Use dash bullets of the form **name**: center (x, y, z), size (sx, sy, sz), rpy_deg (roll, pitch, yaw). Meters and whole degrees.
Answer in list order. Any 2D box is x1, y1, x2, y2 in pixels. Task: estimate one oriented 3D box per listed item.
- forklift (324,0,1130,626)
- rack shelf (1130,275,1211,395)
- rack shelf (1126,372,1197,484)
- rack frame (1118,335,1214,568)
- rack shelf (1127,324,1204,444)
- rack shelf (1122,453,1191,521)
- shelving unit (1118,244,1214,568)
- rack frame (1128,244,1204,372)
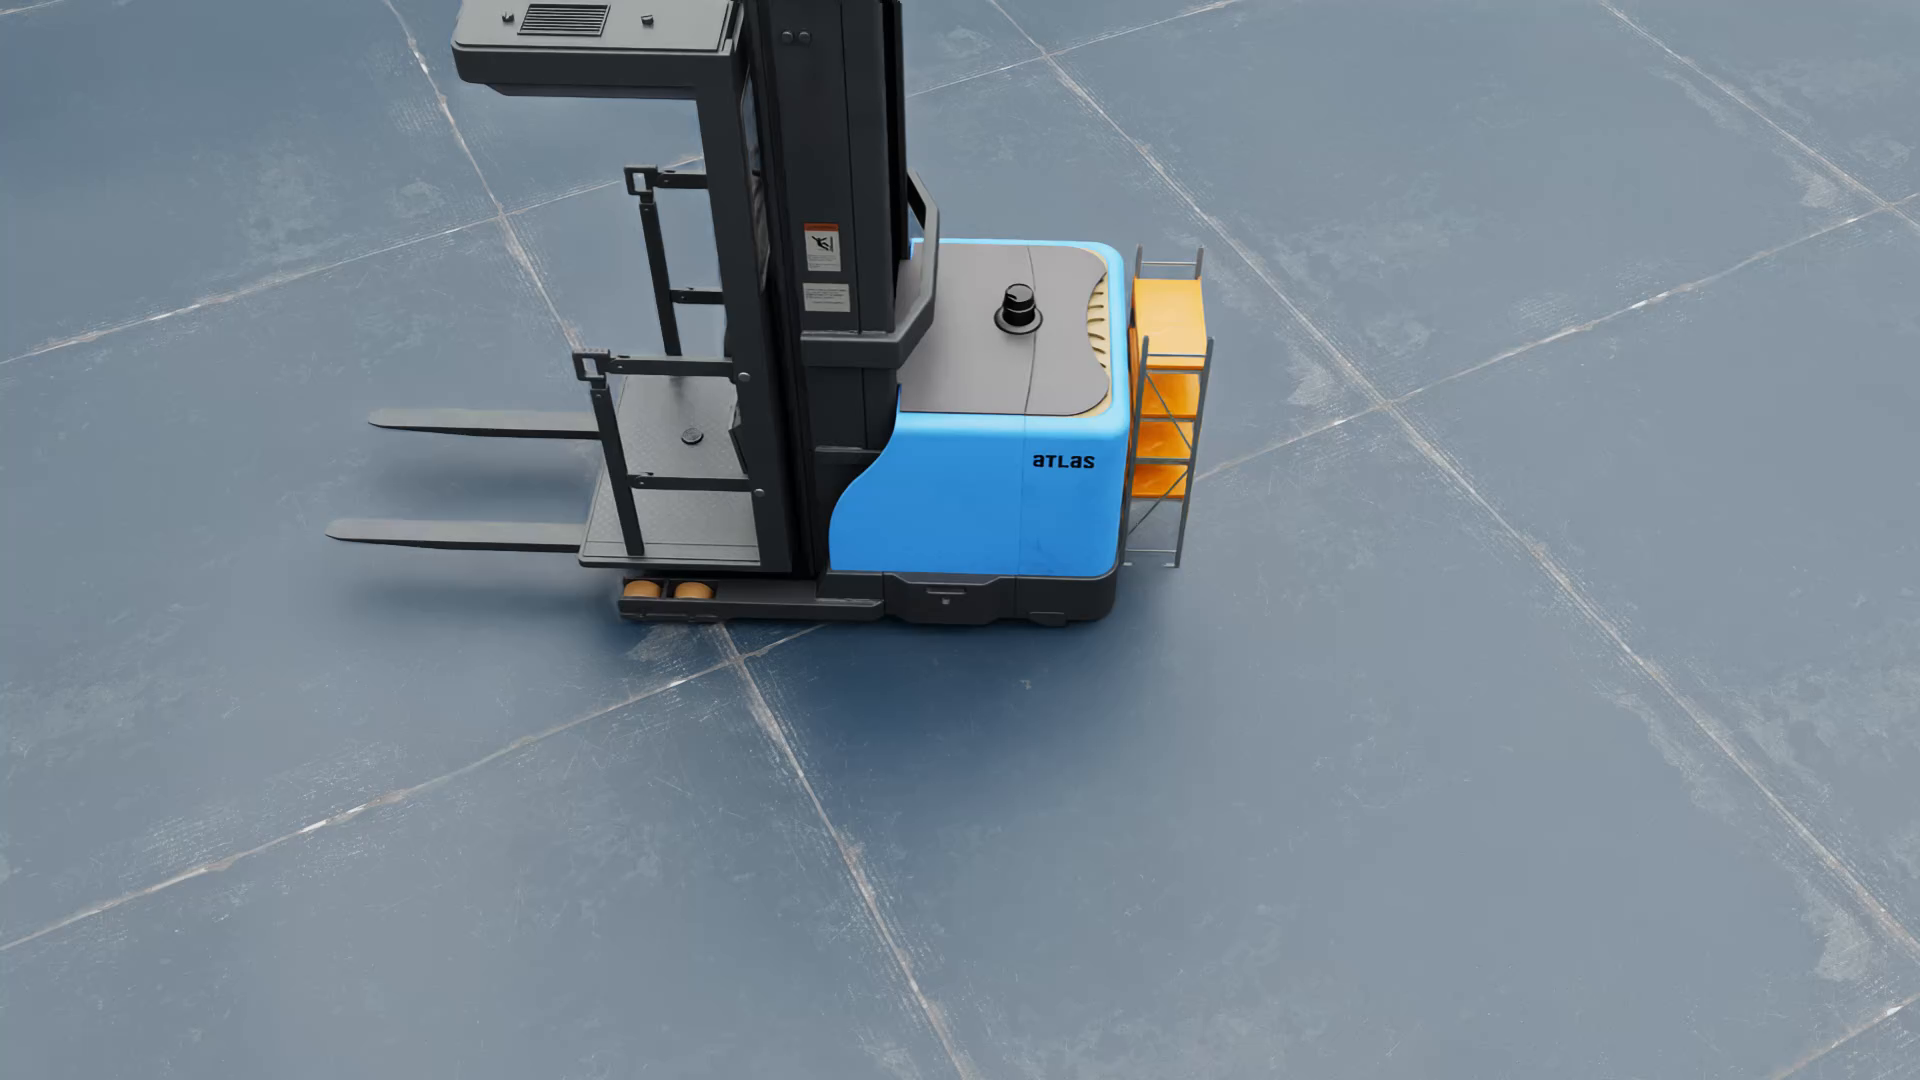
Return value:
- **forklift**: center (-0.909, -1.047, 5.611), size (3.031, 2.935, 1.130), rpy_deg (2, 49, 1)
- **rack shelf**: center (0.751, -0.737, 5.968), size (0.258, 0.148, 0.480), rpy_deg (1, 49, 1)
- **rack shelf**: center (0.751, -0.434, 6.314), size (0.258, 0.148, 0.480), rpy_deg (1, 49, 1)
- **rack frame**: center (0.744, -0.294, 6.103), size (0.240, 1.200, 0.015), rpy_deg (1, 49, 1)
- **rack shelf**: center (0.751, -0.581, 6.146), size (0.258, 0.148, 0.480), rpy_deg (1, 49, 1)
- **rack shelf**: center (0.751, -0.303, 6.464), size (0.258, 0.148, 0.480), rpy_deg (1, 49, 1)
- **shelving unit**: center (0.751, -0.478, 6.264), size (0.258, 1.200, 0.503), rpy_deg (1, 49, 1)
- **rack frame**: center (0.757, -0.662, 6.424), size (0.240, 1.200, 0.015), rpy_deg (1, 49, 1)
